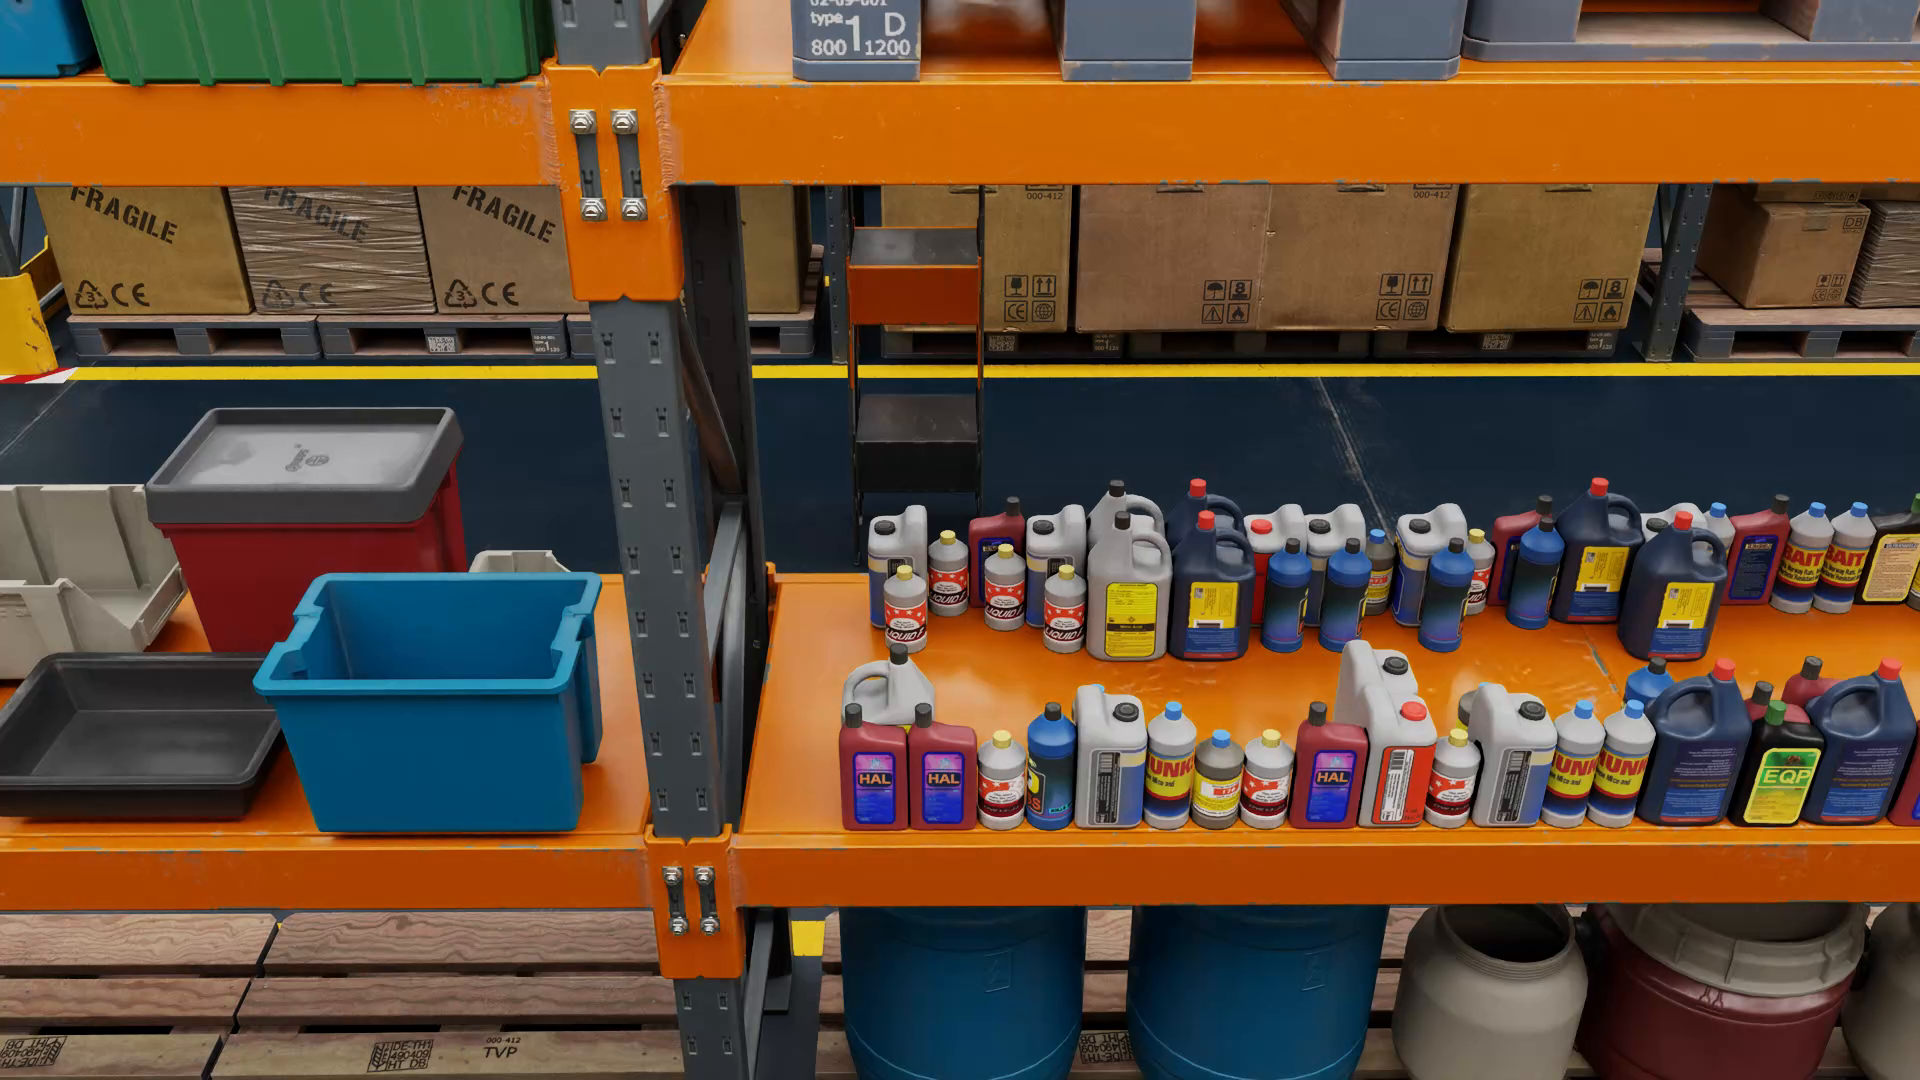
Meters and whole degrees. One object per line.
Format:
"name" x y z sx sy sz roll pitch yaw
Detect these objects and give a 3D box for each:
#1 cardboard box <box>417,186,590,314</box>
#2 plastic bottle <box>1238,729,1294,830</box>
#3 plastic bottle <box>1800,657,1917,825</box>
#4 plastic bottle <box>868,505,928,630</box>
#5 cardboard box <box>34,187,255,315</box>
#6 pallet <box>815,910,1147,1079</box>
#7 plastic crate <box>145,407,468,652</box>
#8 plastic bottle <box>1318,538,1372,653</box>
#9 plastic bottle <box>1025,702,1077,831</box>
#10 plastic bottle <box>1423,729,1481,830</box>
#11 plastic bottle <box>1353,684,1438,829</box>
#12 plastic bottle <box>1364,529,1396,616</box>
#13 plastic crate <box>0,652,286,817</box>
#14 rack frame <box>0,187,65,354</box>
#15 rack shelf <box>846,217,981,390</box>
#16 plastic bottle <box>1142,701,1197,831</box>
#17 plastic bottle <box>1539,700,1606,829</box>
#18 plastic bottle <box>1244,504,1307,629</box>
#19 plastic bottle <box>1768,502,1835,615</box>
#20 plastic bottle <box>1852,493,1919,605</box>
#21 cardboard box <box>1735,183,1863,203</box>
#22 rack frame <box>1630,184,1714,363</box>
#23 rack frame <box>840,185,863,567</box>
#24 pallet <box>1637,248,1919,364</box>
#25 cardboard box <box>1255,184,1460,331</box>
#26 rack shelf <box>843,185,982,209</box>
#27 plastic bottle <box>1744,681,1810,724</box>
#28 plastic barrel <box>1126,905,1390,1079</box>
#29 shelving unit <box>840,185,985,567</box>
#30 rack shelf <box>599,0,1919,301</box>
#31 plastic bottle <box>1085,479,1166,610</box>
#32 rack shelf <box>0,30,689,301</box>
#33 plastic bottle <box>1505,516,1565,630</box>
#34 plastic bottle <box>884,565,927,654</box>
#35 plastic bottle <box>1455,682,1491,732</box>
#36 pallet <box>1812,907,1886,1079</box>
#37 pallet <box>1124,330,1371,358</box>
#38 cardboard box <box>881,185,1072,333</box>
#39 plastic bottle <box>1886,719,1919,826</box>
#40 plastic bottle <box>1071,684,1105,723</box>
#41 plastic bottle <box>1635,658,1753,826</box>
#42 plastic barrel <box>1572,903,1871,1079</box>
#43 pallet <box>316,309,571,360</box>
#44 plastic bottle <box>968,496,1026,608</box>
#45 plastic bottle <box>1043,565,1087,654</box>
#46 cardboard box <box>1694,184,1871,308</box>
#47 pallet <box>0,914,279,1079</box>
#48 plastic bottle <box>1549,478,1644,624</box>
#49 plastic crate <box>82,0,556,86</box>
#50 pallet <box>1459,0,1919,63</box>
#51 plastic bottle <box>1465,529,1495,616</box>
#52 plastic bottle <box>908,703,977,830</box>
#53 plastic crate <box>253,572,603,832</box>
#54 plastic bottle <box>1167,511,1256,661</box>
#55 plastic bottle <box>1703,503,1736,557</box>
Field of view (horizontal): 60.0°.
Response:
"cardboard box" -2.127 -1.706 8.313 0.875 0.875 0.875 0 31 0
"plastic bottle" 0.606 0.464 3.285 0.097 0.201 0.097 0 31 0
"plastic bottle" 1.759 0.385 3.272 0.185 0.351 0.144 0 31 0
"plastic bottle" -0.144 0.055 3.887 0.135 0.276 0.152 0 31 0
"cardboard box" -3.927 -1.700 8.304 0.875 0.875 0.875 0 31 0
"pallet" 0.236 1.382 4.268 1.213 0.211 1.003 0 31 0
"plastic crate" -1.431 -0.009 3.754 0.583 0.464 0.402 0 31 0
"plastic bottle" 0.879 0.119 3.787 0.097 0.271 0.097 0 31 0
"plastic bottle" 0.179 0.436 3.264 0.097 0.271 0.097 0 31 0
"plastic bottle" 0.971 0.463 3.286 0.097 0.201 0.097 0 31 0
"plastic bottle" 0.855 0.417 3.290 0.135 0.276 0.152 0 31 0
"plastic bottle" 0.976 0.069 3.935 0.097 0.201 0.097 0 31 0
"plastic crate" -1.654 0.406 3.397 0.590 0.125 0.437 0 31 0
"rack frame" -4.566 -2.386 7.790 0.127 3.000 1.000 0 31 0
"rack shelf" -0.166 -0.886 6.212 0.480 0.518 0.431 0 31 0
"plastic bottle" 0.411 0.435 3.265 0.097 0.271 0.097 0 31 0
"plastic bottle" 1.203 0.433 3.269 0.097 0.271 0.097 0 31 0
"plastic bottle" 0.726 0.053 3.891 0.135 0.276 0.152 0 31 0
"plastic bottle" 1.989 0.036 3.922 0.097 0.271 0.097 0 31 0
"plastic bottle" 2.201 0.021 3.936 0.133 0.283 0.061 0 31 0
"cardboard box" 4.104 -1.868 8.200 0.500 0.250 0.500 1 31 2
"rack frame" 3.434 -2.411 7.831 0.127 3.000 1.000 0 31 0
"rack frame" -0.410 -0.896 6.203 0.015 2.100 0.400 0 31 0
"pallet" 4.215 -1.220 8.557 1.213 0.211 1.003 0 31 0
"cardboard box" 1.852 -1.692 8.290 0.875 0.875 1.225 0 31 0
"rack shelf" -0.166 -1.484 5.848 0.480 0.518 0.431 0 31 0
"plastic bottle" 1.600 0.404 3.305 0.133 0.283 0.061 0 31 0
"plastic barrel" 0.716 0.894 4.004 0.708 0.901 0.600 0 31 0
"shelving unit" -0.166 -0.897 6.205 0.503 2.100 0.431 0 31 0
"rack shelf" 1.464 -0.810 2.995 4.000 0.370 1.077 0 31 0
"plastic bottle" 0.381 0.020 3.874 0.185 0.351 0.144 0 31 0
"rack shelf" -2.536 -0.798 2.974 4.000 0.370 1.077 0 31 0
"plastic bottle" 1.342 0.070 3.867 0.097 0.271 0.097 0 31 0
"plastic bottle" -0.125 0.152 3.800 0.097 0.201 0.097 0 31 0
"plastic bottle" 1.067 0.384 3.417 0.097 0.201 0.097 0 31 0
"pallet" 2.676 1.375 4.281 1.213 0.211 1.003 0 31 0
"pallet" 1.428 -1.253 8.611 1.213 0.211 1.003 0 31 0
"cardboard box" 0.074 -1.682 8.273 0.875 0.875 1.225 0 31 0
"plastic bottle" 1.919 0.435 3.254 0.133 0.283 0.061 0 31 0
"plastic bottle" 0.275 0.386 3.413 0.097 0.201 0.097 0 31 0
"plastic bottle" 1.441 0.386 3.270 0.185 0.351 0.144 0 31 0
"plastic barrel" 1.845 1.024 4.091 0.708 0.588 0.600 0 31 0
"pallet" -2.550 -1.239 8.588 1.213 0.211 1.003 0 31 0
"plastic bottle" 0.087 0.028 3.925 0.133 0.283 0.061 0 31 0
"plastic bottle" 0.241 0.151 3.802 0.097 0.201 0.097 0 31 0
"cardboard box" 4.104 -1.542 8.386 0.500 0.500 0.700 -2 31 -3
"pallet" -2.494 1.391 4.254 1.213 0.211 1.003 0 31 0
"plastic bottle" 1.482 0.016 3.879 0.185 0.351 0.144 0 31 0
"plastic crate" -0.958 -0.863 2.593 0.662 0.188 0.450 0 31 0
"pallet" 1.381 -1.089 2.943 1.213 0.211 1.003 0 31 0
"plastic bottle" 1.208 0.069 3.937 0.097 0.201 0.097 0 31 0
"plastic bottle" -0.034 0.441 3.244 0.133 0.283 0.061 0 31 0
"plastic crate" -1.001 0.331 3.271 0.575 0.384 0.392 0 31 0
"plastic bottle" 0.567 0.094 3.751 0.185 0.351 0.144 0 31 0
"plastic bottle" 1.758 0.037 3.921 0.097 0.271 0.097 0 31 0
